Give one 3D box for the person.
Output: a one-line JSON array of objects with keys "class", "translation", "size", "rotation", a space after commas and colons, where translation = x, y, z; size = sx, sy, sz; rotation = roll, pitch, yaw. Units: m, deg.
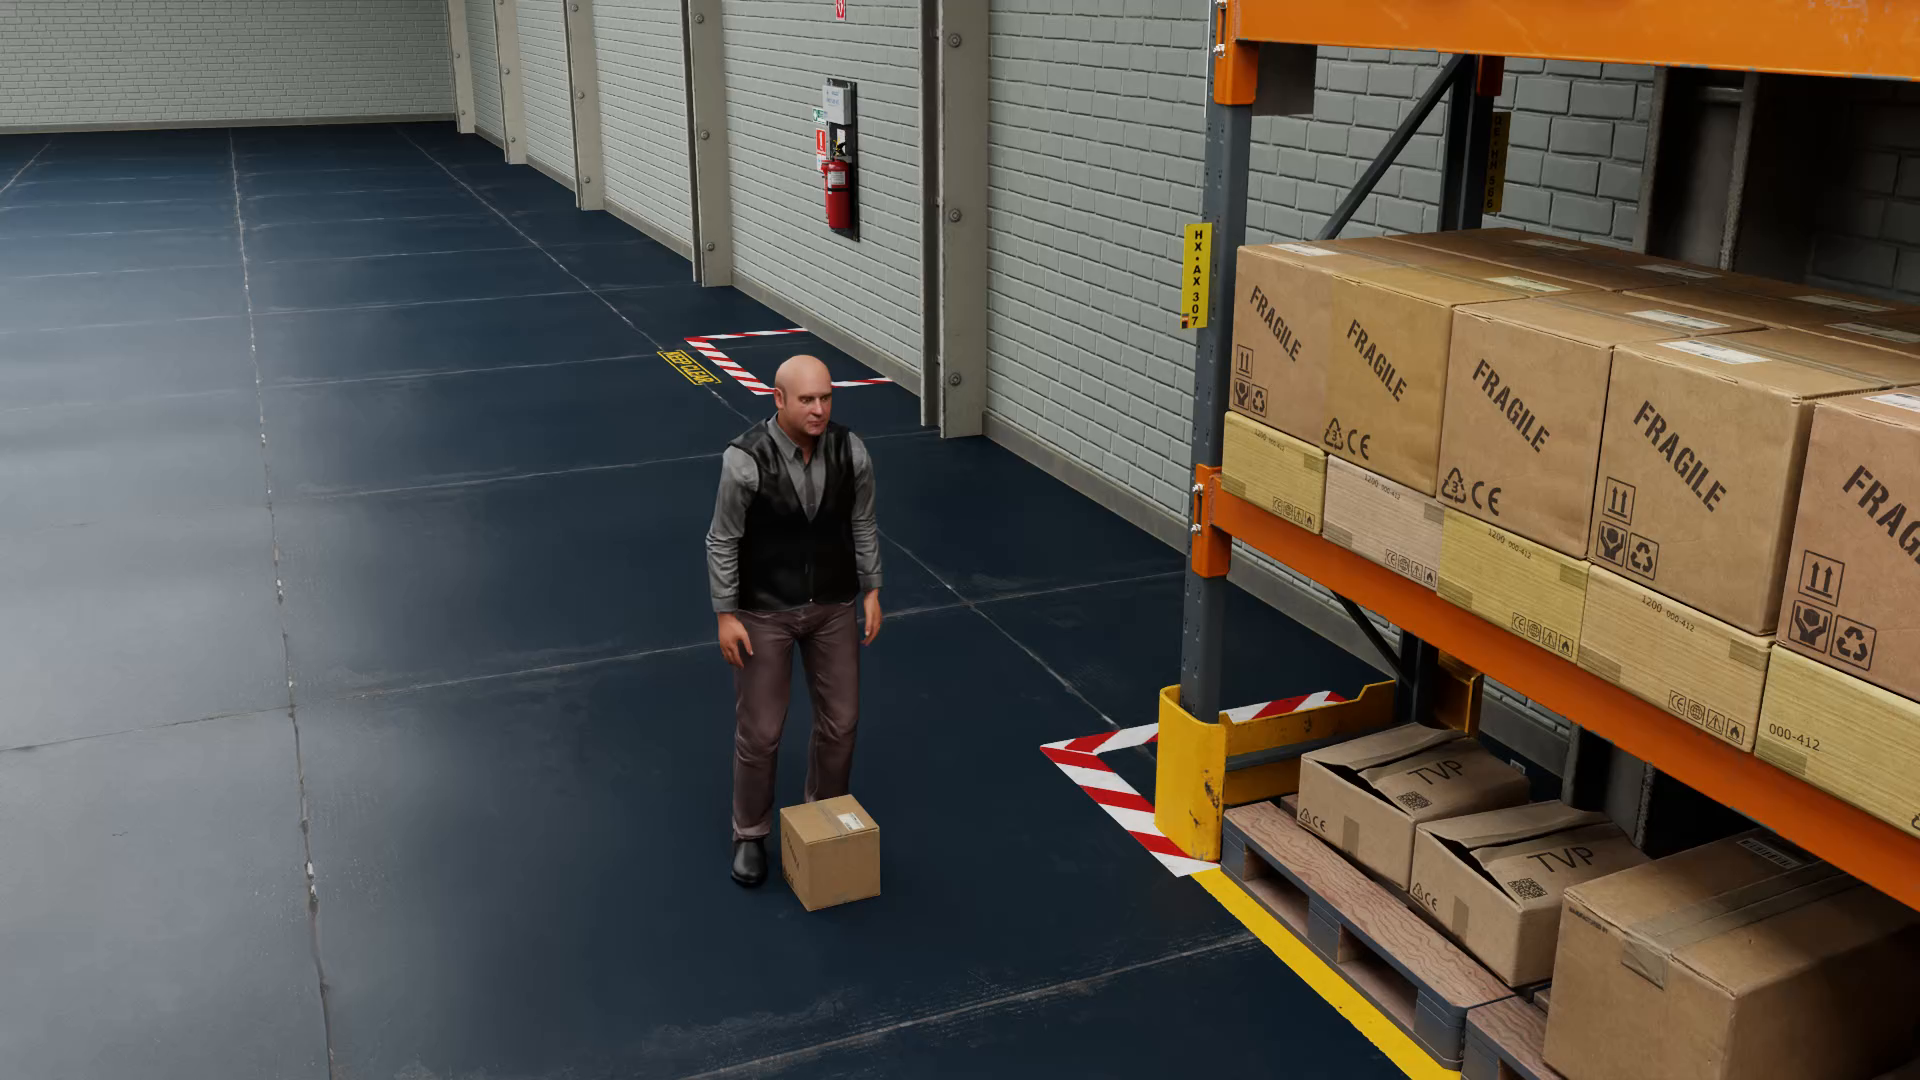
[{"class": "person", "translation": [-0.533, 0.233, 5.410], "size": [0.594, 1.721, 0.416], "rotation": [-9, 21, -25]}]
